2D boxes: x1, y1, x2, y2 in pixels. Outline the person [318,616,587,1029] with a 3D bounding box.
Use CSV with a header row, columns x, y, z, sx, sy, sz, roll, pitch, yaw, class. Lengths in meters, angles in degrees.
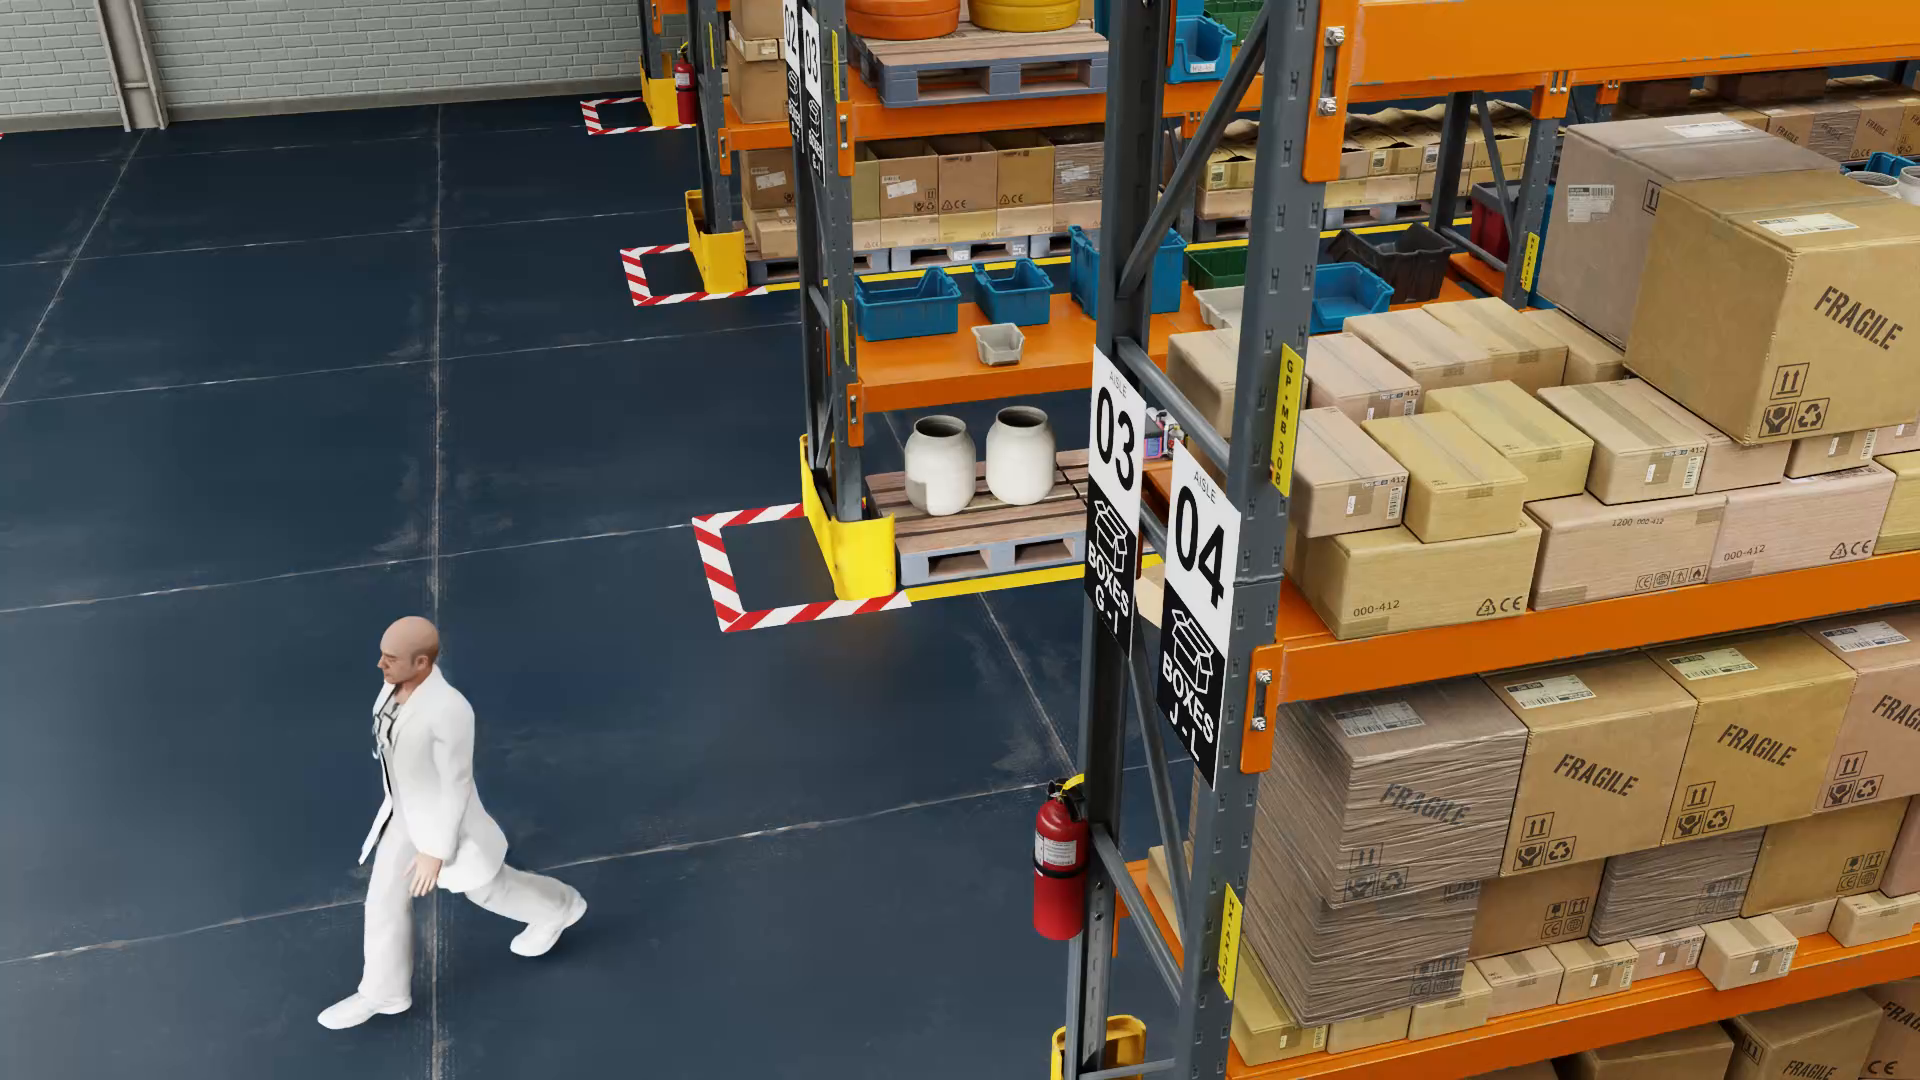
x,y,z,sx,sy,sz,roll,pitch,yaw,class
-2.033,1.070,6.403,0.574,1.737,1.117,25,38,37,person
